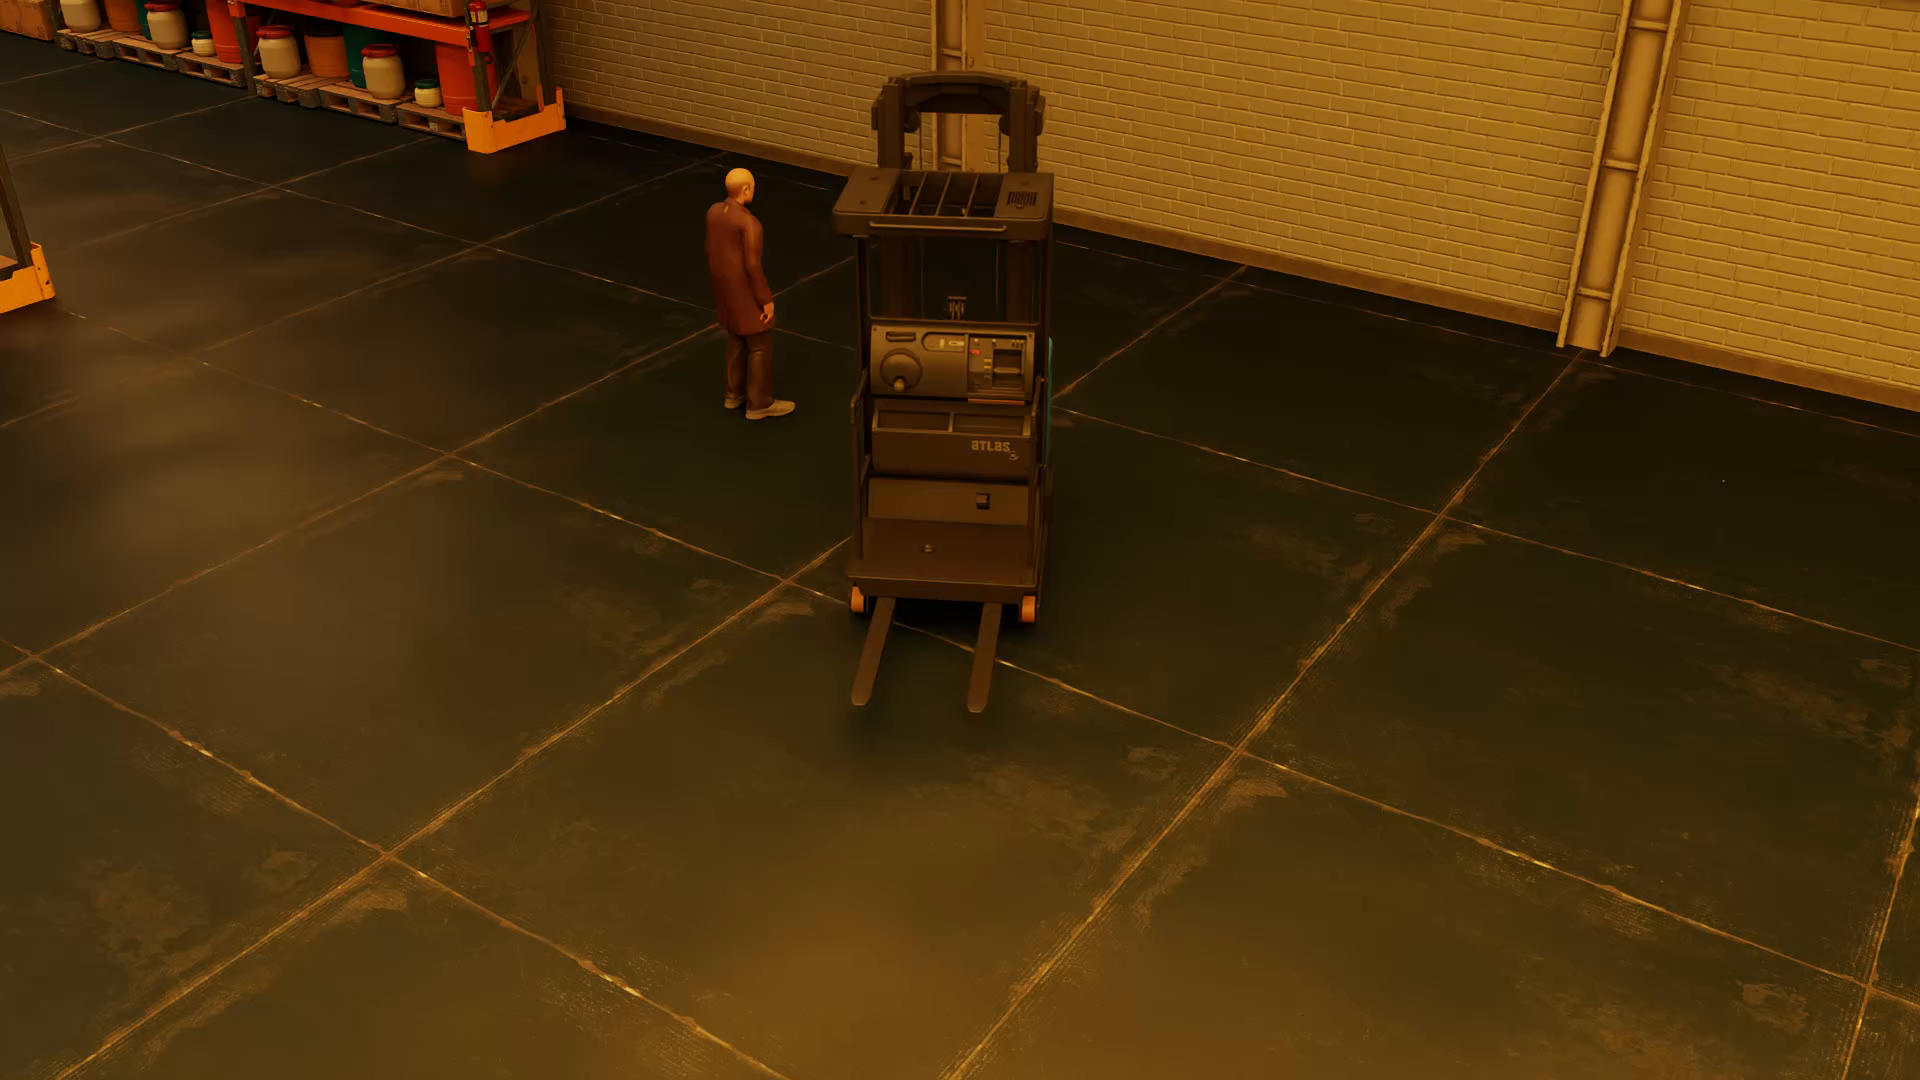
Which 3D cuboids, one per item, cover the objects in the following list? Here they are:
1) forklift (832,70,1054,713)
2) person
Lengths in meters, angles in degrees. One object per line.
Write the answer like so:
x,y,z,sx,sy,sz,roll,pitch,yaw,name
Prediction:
-0.064,-0.963,9.239,1.130,2.935,3.031,3,30,5,forklift
-1.531,-1.740,11.732,0.430,1.772,0.644,-24,38,-35,person
